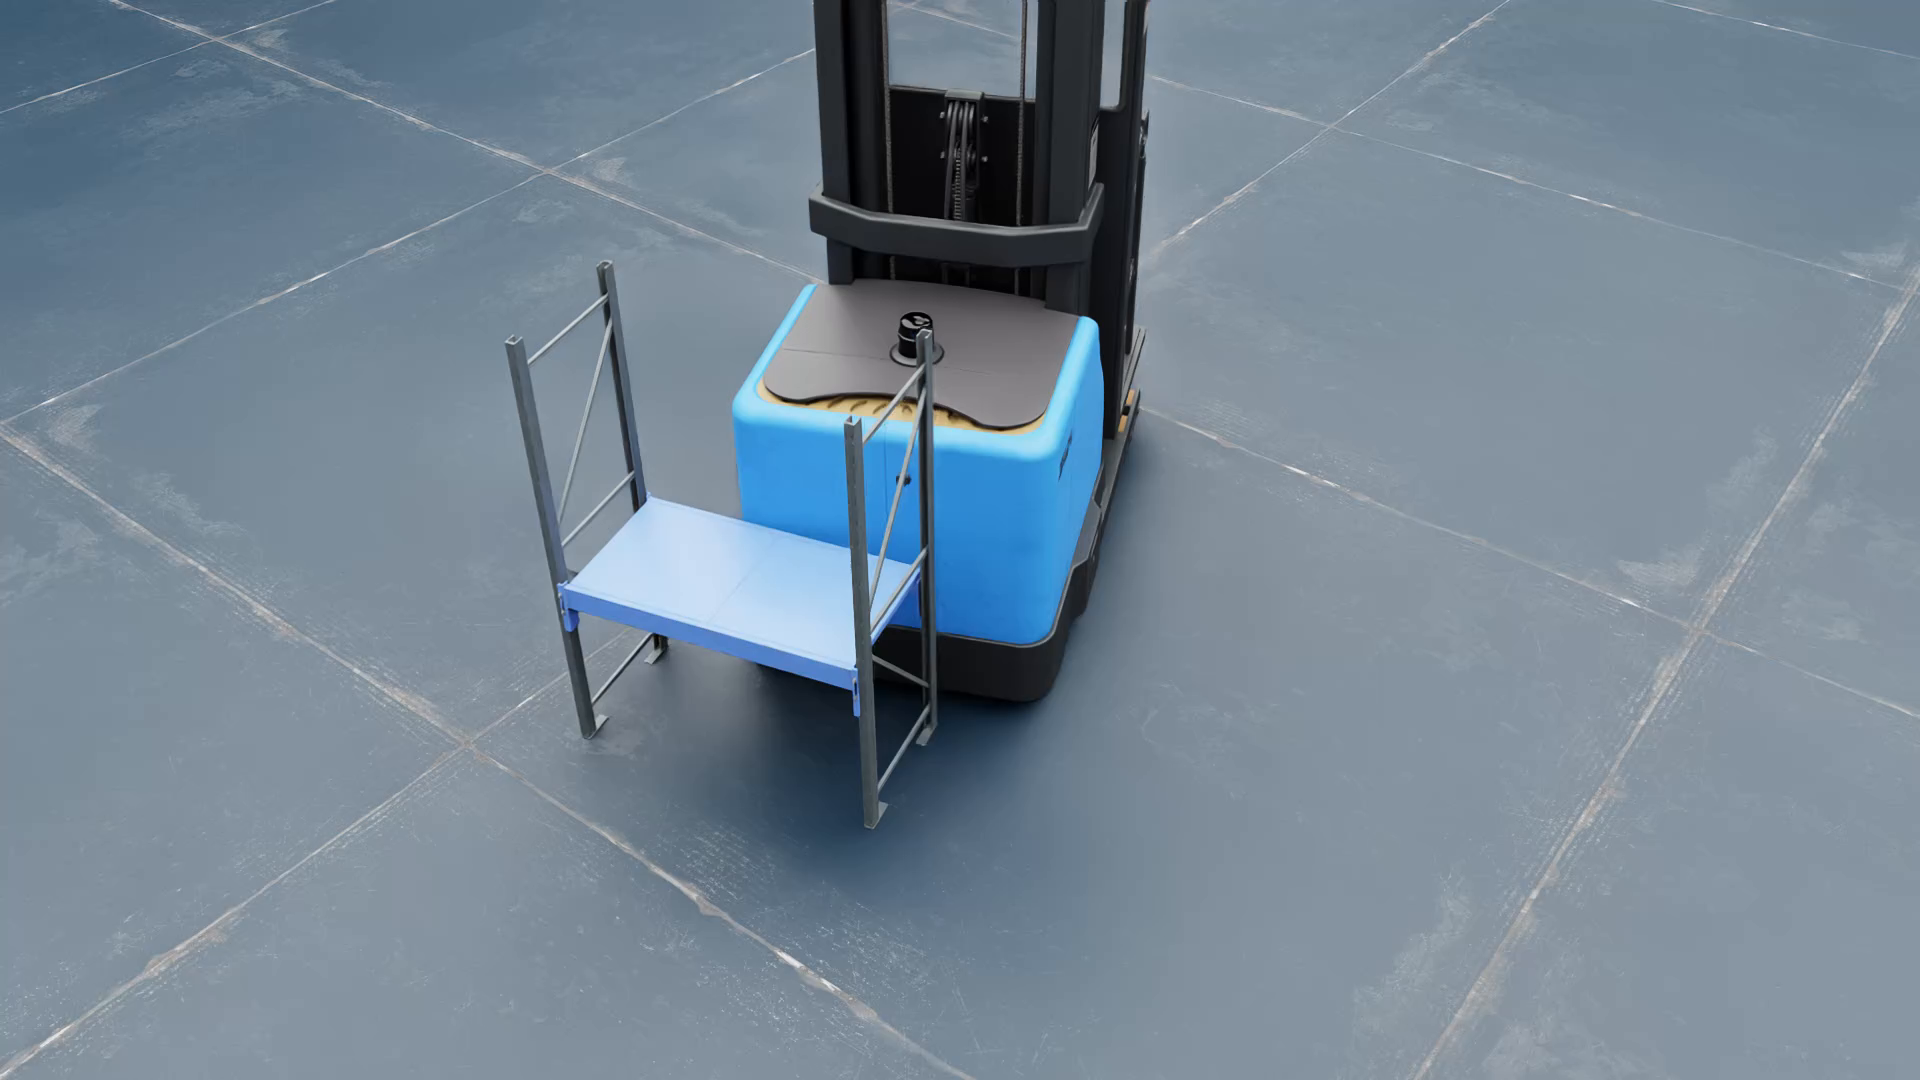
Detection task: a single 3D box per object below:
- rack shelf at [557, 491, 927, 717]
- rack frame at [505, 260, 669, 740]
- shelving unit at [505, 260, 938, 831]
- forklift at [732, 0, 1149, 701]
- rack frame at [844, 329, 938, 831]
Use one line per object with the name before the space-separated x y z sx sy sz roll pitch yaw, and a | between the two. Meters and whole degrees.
rack shelf | -0.654 0.178 5.098 1.000 0.185 0.538 14 40 18
rack frame | -1.123 -0.084 5.140 0.032 1.500 0.500 14 40 18
shelving unit | -0.654 0.036 4.987 1.048 1.500 0.538 14 40 18
forklift | 0.123 -1.536 5.835 1.130 2.935 3.031 8 39 10
rack frame | -0.184 0.156 4.834 0.032 1.500 0.500 14 40 18
